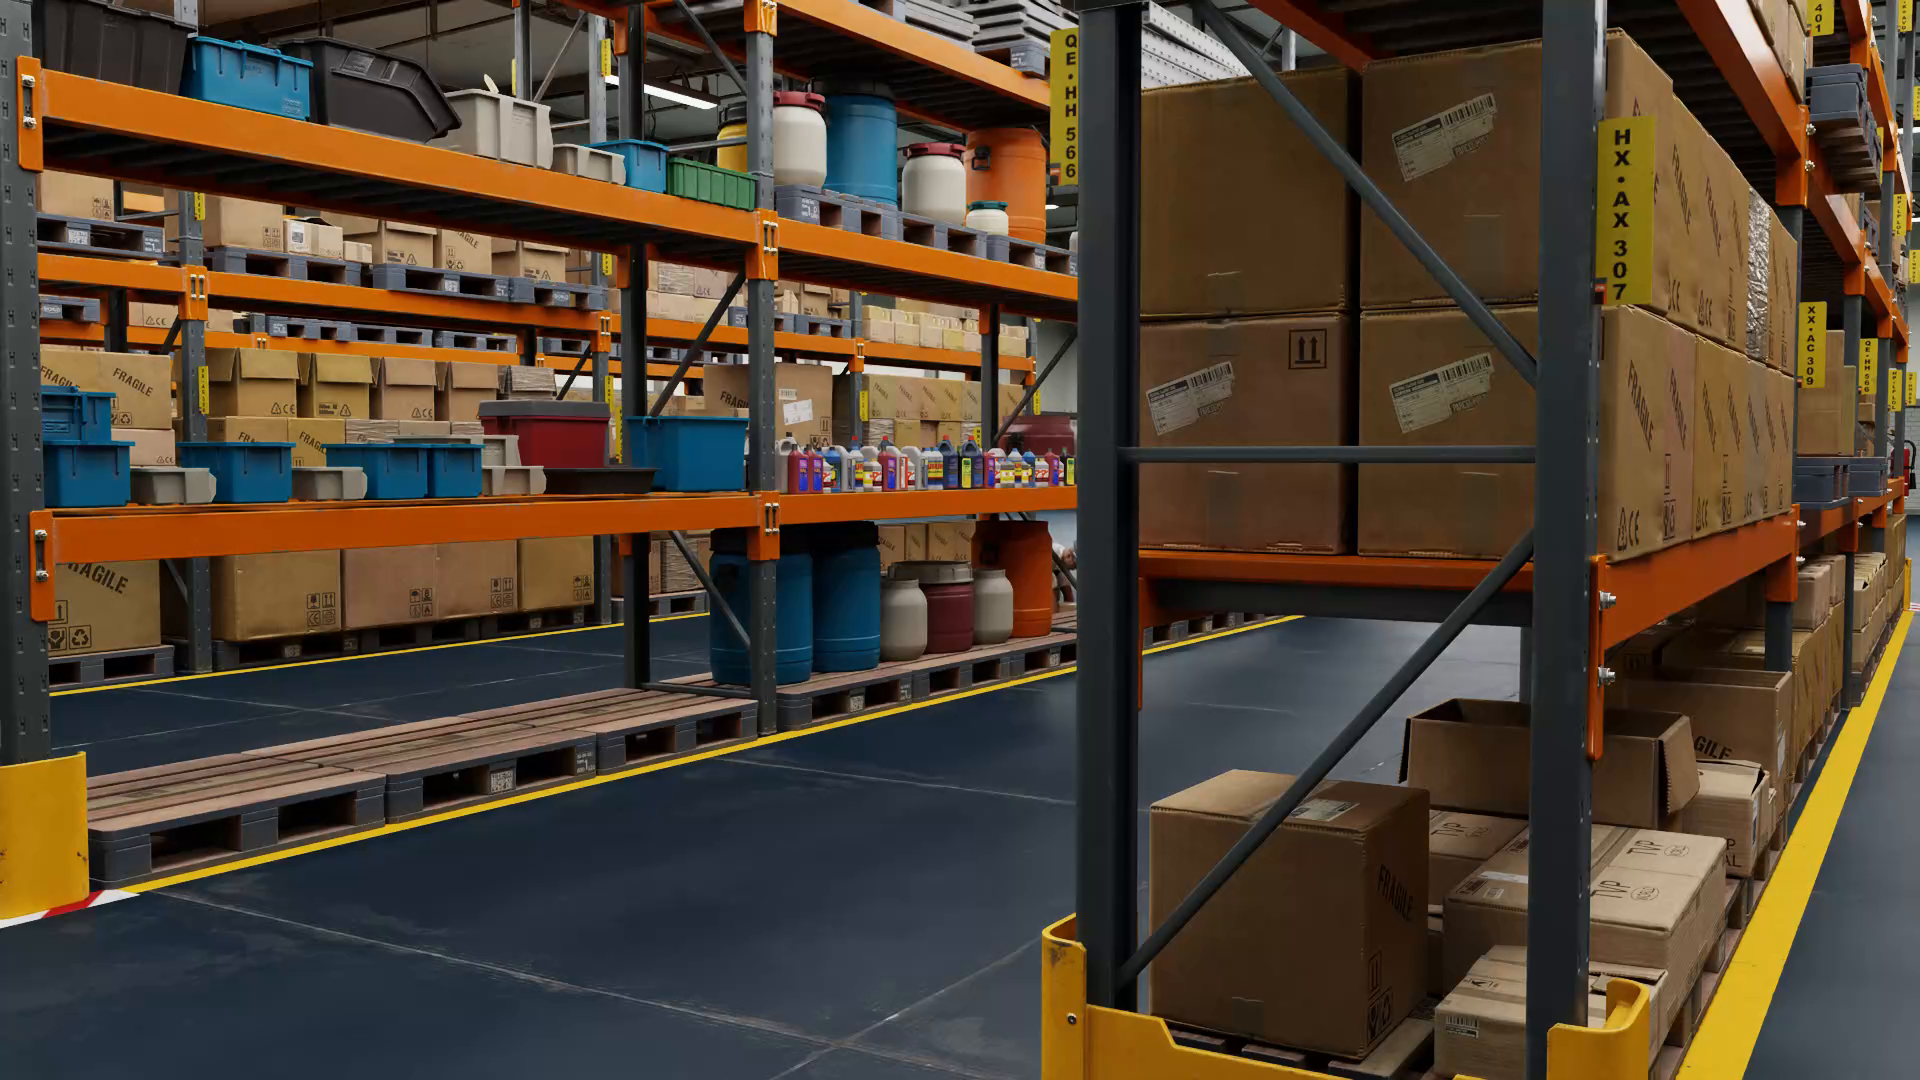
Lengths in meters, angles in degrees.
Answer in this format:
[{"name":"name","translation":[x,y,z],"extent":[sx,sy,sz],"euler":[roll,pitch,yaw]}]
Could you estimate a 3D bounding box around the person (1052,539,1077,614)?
[{"name":"person","translation":[0.691,0.418,14.519],"extent":[1.002,0.868,0.537],"euler":[2,3,30]}]
